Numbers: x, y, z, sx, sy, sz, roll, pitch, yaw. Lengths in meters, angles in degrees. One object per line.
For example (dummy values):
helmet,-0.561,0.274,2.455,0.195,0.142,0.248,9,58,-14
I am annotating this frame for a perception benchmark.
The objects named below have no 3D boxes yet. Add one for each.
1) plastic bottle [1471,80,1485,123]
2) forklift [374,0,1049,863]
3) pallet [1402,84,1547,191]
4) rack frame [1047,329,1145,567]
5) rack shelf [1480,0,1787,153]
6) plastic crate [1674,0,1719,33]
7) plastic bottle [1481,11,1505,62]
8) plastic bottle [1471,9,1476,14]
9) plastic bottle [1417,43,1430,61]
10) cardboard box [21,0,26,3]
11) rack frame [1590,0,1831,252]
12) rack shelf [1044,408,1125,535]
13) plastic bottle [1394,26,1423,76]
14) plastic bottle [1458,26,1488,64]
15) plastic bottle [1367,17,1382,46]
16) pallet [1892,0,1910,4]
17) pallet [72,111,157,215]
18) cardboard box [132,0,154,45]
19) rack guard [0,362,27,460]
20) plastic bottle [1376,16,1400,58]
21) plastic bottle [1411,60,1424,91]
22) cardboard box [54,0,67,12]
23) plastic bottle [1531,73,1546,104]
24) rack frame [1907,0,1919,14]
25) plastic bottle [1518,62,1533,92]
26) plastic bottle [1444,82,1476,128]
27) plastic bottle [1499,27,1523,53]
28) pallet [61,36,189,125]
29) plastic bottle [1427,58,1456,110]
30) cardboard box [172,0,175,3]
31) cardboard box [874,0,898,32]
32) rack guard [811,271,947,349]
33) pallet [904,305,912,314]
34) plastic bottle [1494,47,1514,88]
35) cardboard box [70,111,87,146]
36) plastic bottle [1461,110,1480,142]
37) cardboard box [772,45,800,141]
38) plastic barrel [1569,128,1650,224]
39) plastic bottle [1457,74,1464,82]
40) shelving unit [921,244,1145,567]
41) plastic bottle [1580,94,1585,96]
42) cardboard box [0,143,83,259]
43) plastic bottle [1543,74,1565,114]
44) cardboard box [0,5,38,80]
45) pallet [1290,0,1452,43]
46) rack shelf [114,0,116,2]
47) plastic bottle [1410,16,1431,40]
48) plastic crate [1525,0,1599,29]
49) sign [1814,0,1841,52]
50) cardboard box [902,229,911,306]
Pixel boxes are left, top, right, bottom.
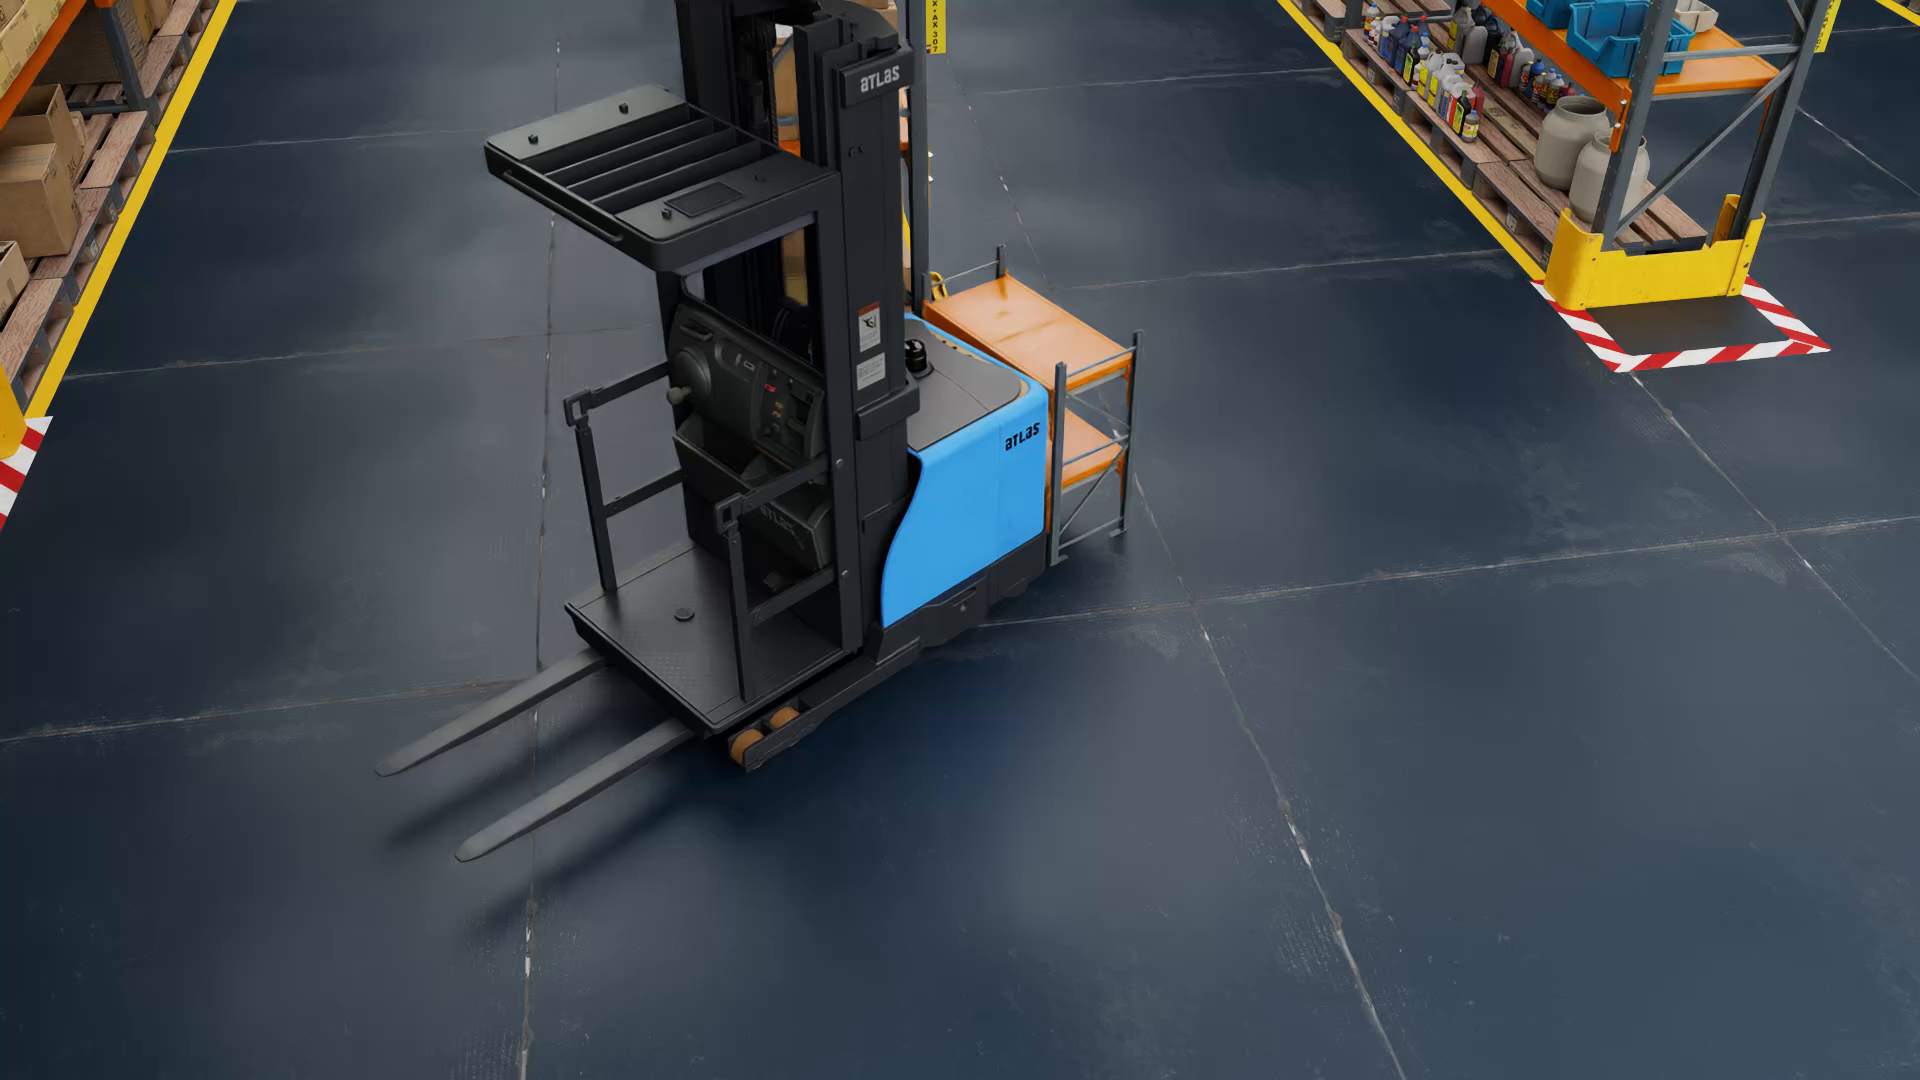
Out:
plastic bottle,3.542,-3.002,11.424,0.061,0.283,0.133,-6,38,-8
forklift,-1.008,-0.564,6.487,3.031,2.935,1.130,-30,47,-33
pallet,3.801,-2.838,11.631,1.003,0.211,1.213,-6,38,-8
rack frame,0.628,-0.415,7.767,0.500,1.125,0.032,-25,44,-28
rack shelf,3.858,-3.595,10.919,1.077,0.370,4.000,-6,38,-8
plastic crate,4.368,-3.143,9.965,0.298,0.136,0.250,-6,38,-8
plastic bottle,3.937,-3.741,12.321,0.144,0.351,0.185,-8,39,-10
plastic bottle,3.916,-3.934,12.624,0.061,0.283,0.133,-4,38,-6
plastic bottle,3.336,-3.453,12.015,0.097,0.271,0.097,0,38,0
cardboard box,-5.688,-3.408,9.587,0.500,0.500,0.500,-7,38,-9
rack frame,4.208,-2.672,9.144,1.000,3.000,0.127,-6,38,-8
rack shelf,0.324,-0.472,8.239,0.538,0.278,1.000,-25,44,-28
plastic bottle,3.273,-3.569,12.100,0.144,0.351,0.185,-8,39,-10
plastic bottle,3.796,-3.681,12.304,0.152,0.276,0.135,-6,38,-8
plastic bottle,3.149,-3.855,12.590,0.097,0.201,0.097,0,38,0
pallet,8.245,-4.989,14.400,1.003,0.211,1.213,-6,38,-8
pallet,-6.094,-2.519,11.220,1.003,0.211,1.213,-6,38,-8
cardboard box,-6.532,-3.958,12.479,0.700,0.500,0.500,-7,38,-9
rack guard,-5.559,-0.665,8.598,1.175,0.500,0.348,-6,38,-8
plastic bottle,3.215,-3.754,12.398,0.152,0.276,0.135,-5,38,-6
plastic bottle,3.300,-3.337,11.922,0.097,0.201,0.097,0,38,0
cardboard box,-5.786,-3.415,10.207,0.500,0.250,0.500,-6,38,-8
plastic bottle,4.102,-3.196,11.741,0.097,0.201,0.097,0,38,0
rack frame,8.383,-5.620,12.939,1.000,3.000,0.127,-6,38,-8
plastic bottle,4.066,-3.320,11.901,0.097,0.201,0.097,0,38,0
plastic bottle,3.438,-2.987,11.411,0.152,0.276,0.135,-6,38,-8
plastic bottle,3.994,-3.546,12.070,0.144,0.351,0.185,-6,38,-8
pallet,-6.385,-3.391,12.343,1.003,0.211,1.213,-6,38,-8
plastic bottle,3.380,-3.200,11.624,0.144,0.351,0.185,-5,38,-6
cardboard box,-6.679,-4.575,13.272,0.700,0.500,0.500,-6,38,-8
cardboard box,-0.526,-2.697,8.566,0.380,0.149,0.250,-6,38,-8
rack guard,-0.665,-1.139,9.209,1.175,0.500,0.348,-6,38,-8
pallet,-0.844,-1.497,9.905,1.003,0.211,1.213,-6,38,-8
plastic bottle,3.914,-3.409,11.949,0.061,0.283,0.133,-6,38,-8
cardboard box,-6.123,-2.757,11.204,0.380,0.166,0.250,-11,39,-14
plastic bottle,3.455,-2.802,11.234,0.097,0.201,0.097,0,38,0
cardboard box,-0.738,-2.464,8.795,0.700,0.500,0.500,-6,38,-8
plastic barrel,4.018,-2.244,10.279,0.421,0.512,0.421,0,38,0
plastic bottle,3.491,-3.180,11.721,0.097,0.201,0.097,0,38,0
shelving unit,0.324,-0.665,8.089,0.538,1.125,1.048,-25,44,-28
plastic bottle,4.197,-2.896,11.299,0.097,0.271,0.097,0,38,0
cardboard box,-5.757,-2.013,9.975,0.700,0.500,0.500,-9,39,-11
plastic bottle,4.137,-3.103,11.565,0.097,0.271,0.097,0,38,0
cardboard box,-5.593,-2.810,9.427,0.500,0.250,0.500,-6,38,-8
pallet,3.331,-4.457,13.714,1.003,0.211,1.213,-6,38,-8
rack shelf,-6.597,-4.946,12.658,1.077,0.370,4.000,-6,38,-8
plastic bottle,3.382,-3.699,12.266,0.144,0.351,0.185,-6,38,-8
plastic crate,3.718,-3.276,10.043,0.499,0.251,0.408,-6,38,-8
sign,4.751,-2.837,9.132,0.100,0.325,0.005,-6,38,-8
cardboard box,-0.544,-1.569,9.623,0.500,0.250,0.500,-6,38,-8
